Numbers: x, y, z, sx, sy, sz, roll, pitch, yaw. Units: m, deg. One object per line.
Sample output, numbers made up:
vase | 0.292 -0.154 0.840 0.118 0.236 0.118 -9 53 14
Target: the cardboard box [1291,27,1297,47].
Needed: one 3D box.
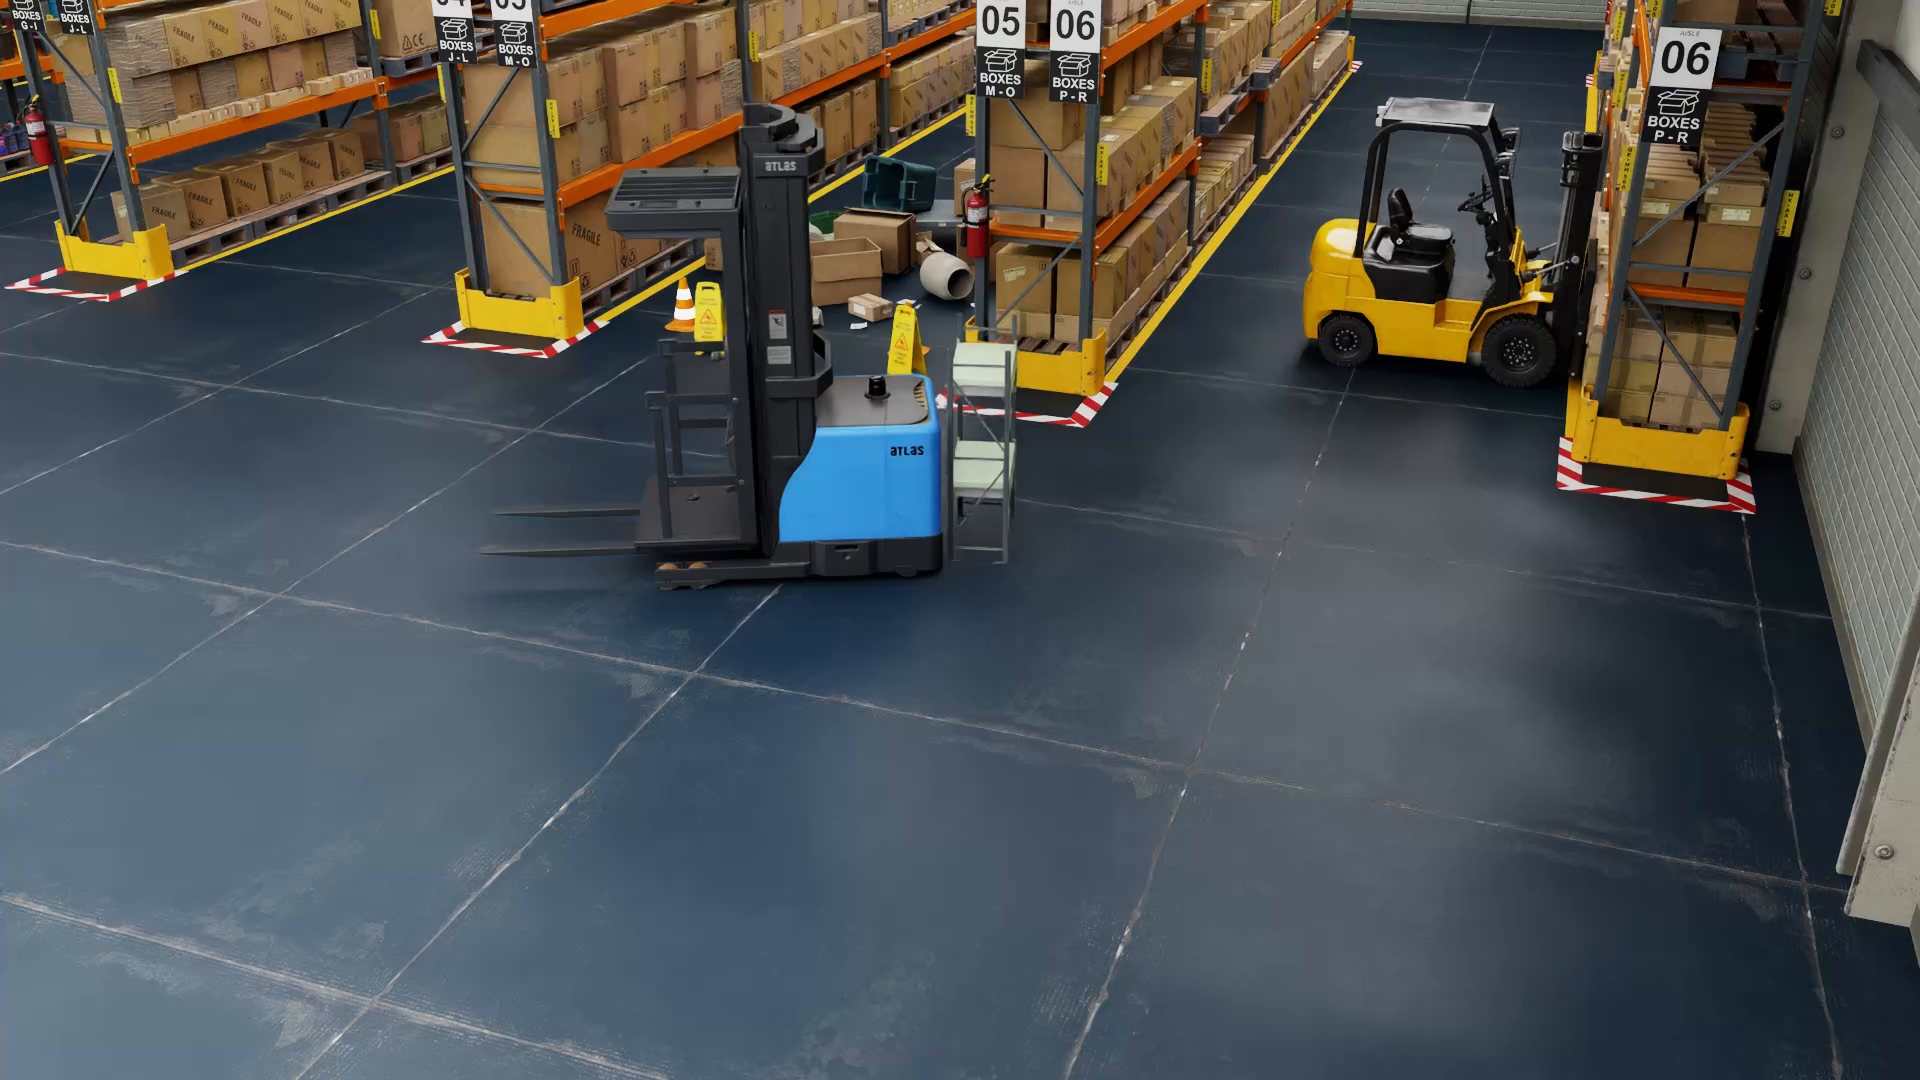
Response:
cardboard box | 4.171 -6.690 22.021 0.500 0.250 0.500 9 27 17

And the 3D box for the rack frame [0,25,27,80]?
rack frame | -15.410 -8.836 26.282 1.000 3.000 0.127 9 27 17

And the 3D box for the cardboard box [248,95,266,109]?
cardboard box | -7.863 -4.804 18.243 0.380 0.149 0.250 9 27 17

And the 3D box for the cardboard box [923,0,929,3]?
cardboard box | -0.649 -7.546 23.082 0.380 0.149 0.250 8 27 17

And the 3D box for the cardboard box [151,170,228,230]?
cardboard box | -8.342 -3.679 18.017 0.500 0.500 0.500 17 30 31

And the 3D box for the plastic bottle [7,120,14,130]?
plastic bottle | -12.150 -5.193 21.292 0.144 0.351 0.185 9 27 17

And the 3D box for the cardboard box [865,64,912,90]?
cardboard box | -0.968 -6.287 22.543 0.500 0.250 0.500 8 27 15

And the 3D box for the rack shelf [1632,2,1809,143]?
rack shelf | 5.961 -3.803 13.270 1.077 0.370 4.000 9 27 17

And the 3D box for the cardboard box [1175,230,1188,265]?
cardboard box | 2.001 -2.987 16.874 0.500 0.250 0.500 10 28 20

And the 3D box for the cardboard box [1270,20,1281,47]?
cardboard box | 3.677 -6.291 20.623 0.500 0.250 0.500 9 27 17

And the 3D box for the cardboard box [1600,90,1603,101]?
cardboard box | 9.660 -6.584 24.017 0.700 0.500 0.500 8 27 15

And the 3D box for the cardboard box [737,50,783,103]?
cardboard box | -2.328 -5.216 18.689 0.500 0.500 0.500 9 27 18

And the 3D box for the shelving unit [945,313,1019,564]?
shelving unit | 0.152 -0.683 11.164 0.431 1.500 0.755 2 26 4

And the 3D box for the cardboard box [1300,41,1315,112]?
cardboard box | 4.476 -6.571 23.560 0.875 0.875 0.875 10 27 19

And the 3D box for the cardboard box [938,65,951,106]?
cardboard box | -0.449 -6.583 24.015 0.500 0.500 0.500 8 27 16

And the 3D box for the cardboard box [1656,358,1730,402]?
cardboard box | 5.648 -1.295 12.805 0.500 0.250 0.500 9 27 18

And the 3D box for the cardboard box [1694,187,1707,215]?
cardboard box | 5.675 -2.505 12.345 0.380 0.149 0.250 9 27 17

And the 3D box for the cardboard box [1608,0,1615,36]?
cardboard box | 8.744 -6.741 21.358 0.700 0.500 0.500 9 27 18

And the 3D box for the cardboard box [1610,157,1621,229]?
cardboard box | 5.720 -2.871 13.847 0.500 0.500 0.500 9 27 18

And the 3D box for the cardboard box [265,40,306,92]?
cardboard box | -7.880 -5.337 18.598 0.875 0.500 0.500 9 27 17

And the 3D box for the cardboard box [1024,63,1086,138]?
cardboard box | 0.753 -3.751 14.175 0.700 0.500 0.500 9 27 18

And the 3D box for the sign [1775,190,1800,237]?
sign | 5.817 -2.298 11.692 0.100 0.325 0.005 9 27 17

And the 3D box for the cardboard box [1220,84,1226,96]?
cardboard box | 2.665 -4.903 17.964 0.380 0.149 0.250 9 27 18

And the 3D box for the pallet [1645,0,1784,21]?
pallet | 6.367 -4.555 14.099 1.003 0.211 1.213 9 27 17

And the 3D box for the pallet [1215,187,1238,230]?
pallet | 2.606 -3.885 19.256 1.003 0.211 1.213 9 27 17

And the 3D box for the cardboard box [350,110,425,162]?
cardboard box | -7.176 -5.077 20.880 0.700 0.500 0.500 7 27 13

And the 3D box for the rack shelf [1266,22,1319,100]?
rack shelf | 3.941 -6.459 22.198 1.077 0.370 4.000 9 27 17

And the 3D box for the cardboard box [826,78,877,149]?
cardboard box | -1.713 -5.577 21.649 1.050 0.750 0.750 8 27 17

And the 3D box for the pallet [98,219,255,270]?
pallet | -8.403 -3.215 17.873 1.003 0.211 1.213 9 27 17

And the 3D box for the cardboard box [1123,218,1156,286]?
cardboard box | 1.494 -2.684 15.388 0.500 0.500 0.500 9 27 18

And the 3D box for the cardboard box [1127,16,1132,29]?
cardboard box | 1.213 -4.330 13.820 0.380 0.149 0.250 9 27 17

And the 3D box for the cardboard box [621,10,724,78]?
cardboard box | -2.986 -5.158 17.273 0.875 0.550 0.550 9 27 17

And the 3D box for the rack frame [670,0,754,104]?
rack frame | -2.757 -4.994 18.345 1.000 3.000 0.127 9 27 17

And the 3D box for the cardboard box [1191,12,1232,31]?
cardboard box | 2.699 -5.580 17.875 0.380 0.149 0.250 10 28 20

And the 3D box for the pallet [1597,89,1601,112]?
pallet | 9.922 -6.416 24.484 1.003 0.211 1.213 9 27 17

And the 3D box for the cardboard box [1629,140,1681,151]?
cardboard box | 5.465 -3.036 13.101 0.380 0.149 0.250 9 27 19

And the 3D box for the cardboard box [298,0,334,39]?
cardboard box | -7.456 -5.953 18.723 0.500 0.500 0.500 9 27 17

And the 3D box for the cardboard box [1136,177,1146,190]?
cardboard box | 1.486 -3.303 15.142 0.380 0.149 0.250 8 27 16

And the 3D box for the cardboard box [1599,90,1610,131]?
cardboard box | 8.916 -5.784 22.365 0.500 0.500 0.500 10 28 20

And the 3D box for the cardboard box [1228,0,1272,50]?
cardboard box | 3.386 -6.102 19.696 0.500 0.500 0.500 8 27 16

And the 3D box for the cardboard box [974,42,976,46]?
cardboard box | 0.363 -7.671 25.982 0.380 0.149 0.250 10 28 20

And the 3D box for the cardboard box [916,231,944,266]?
cardboard box | -0.351 -3.063 17.495 0.258 0.266 0.396 -9 27 -18

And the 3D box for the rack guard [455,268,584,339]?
rack guard | -4.096 -2.215 15.474 1.175 0.500 0.348 9 27 17

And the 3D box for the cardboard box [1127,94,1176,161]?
cardboard box | 1.698 -3.851 15.529 0.500 0.500 0.500 10 27 19

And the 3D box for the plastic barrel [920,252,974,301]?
plastic barrel | -0.127 -2.582 16.321 0.421 0.421 0.512 -14 29 -27

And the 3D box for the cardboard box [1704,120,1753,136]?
cardboard box | 6.349 -3.373 13.798 0.380 0.149 0.250 8 27 17

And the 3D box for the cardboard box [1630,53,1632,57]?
cardboard box | 7.294 -5.055 17.614 0.380 0.149 0.250 9 27 18

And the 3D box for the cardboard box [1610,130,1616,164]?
cardboard box | 6.548 -3.777 16.003 0.500 0.250 0.500 9 27 19

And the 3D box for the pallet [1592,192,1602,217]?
pallet | 7.647 -3.655 18.780 1.003 0.211 1.213 9 27 17

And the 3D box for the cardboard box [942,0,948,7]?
cardboard box | -0.382 -7.738 23.820 0.380 0.149 0.250 8 27 15

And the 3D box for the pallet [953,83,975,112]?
pallet | -0.353 -6.706 25.082 1.003 0.211 1.213 9 27 17

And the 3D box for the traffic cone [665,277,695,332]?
traffic cone | -2.572 -2.220 15.528 0.336 0.463 0.334 9 27 17

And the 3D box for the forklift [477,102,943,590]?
forklift | -1.653 -1.235 10.661 3.031 2.935 1.130 -2 26 -4

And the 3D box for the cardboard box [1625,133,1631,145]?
cardboard box | 5.819 -3.321 14.032 0.380 0.149 0.250 8 27 16

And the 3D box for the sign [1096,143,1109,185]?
sign | 1.125 -2.984 13.202 0.100 0.325 0.005 9 27 17

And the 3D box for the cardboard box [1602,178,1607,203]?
cardboard box | 7.527 -3.839 18.203 0.875 0.625 0.625 10 27 19
